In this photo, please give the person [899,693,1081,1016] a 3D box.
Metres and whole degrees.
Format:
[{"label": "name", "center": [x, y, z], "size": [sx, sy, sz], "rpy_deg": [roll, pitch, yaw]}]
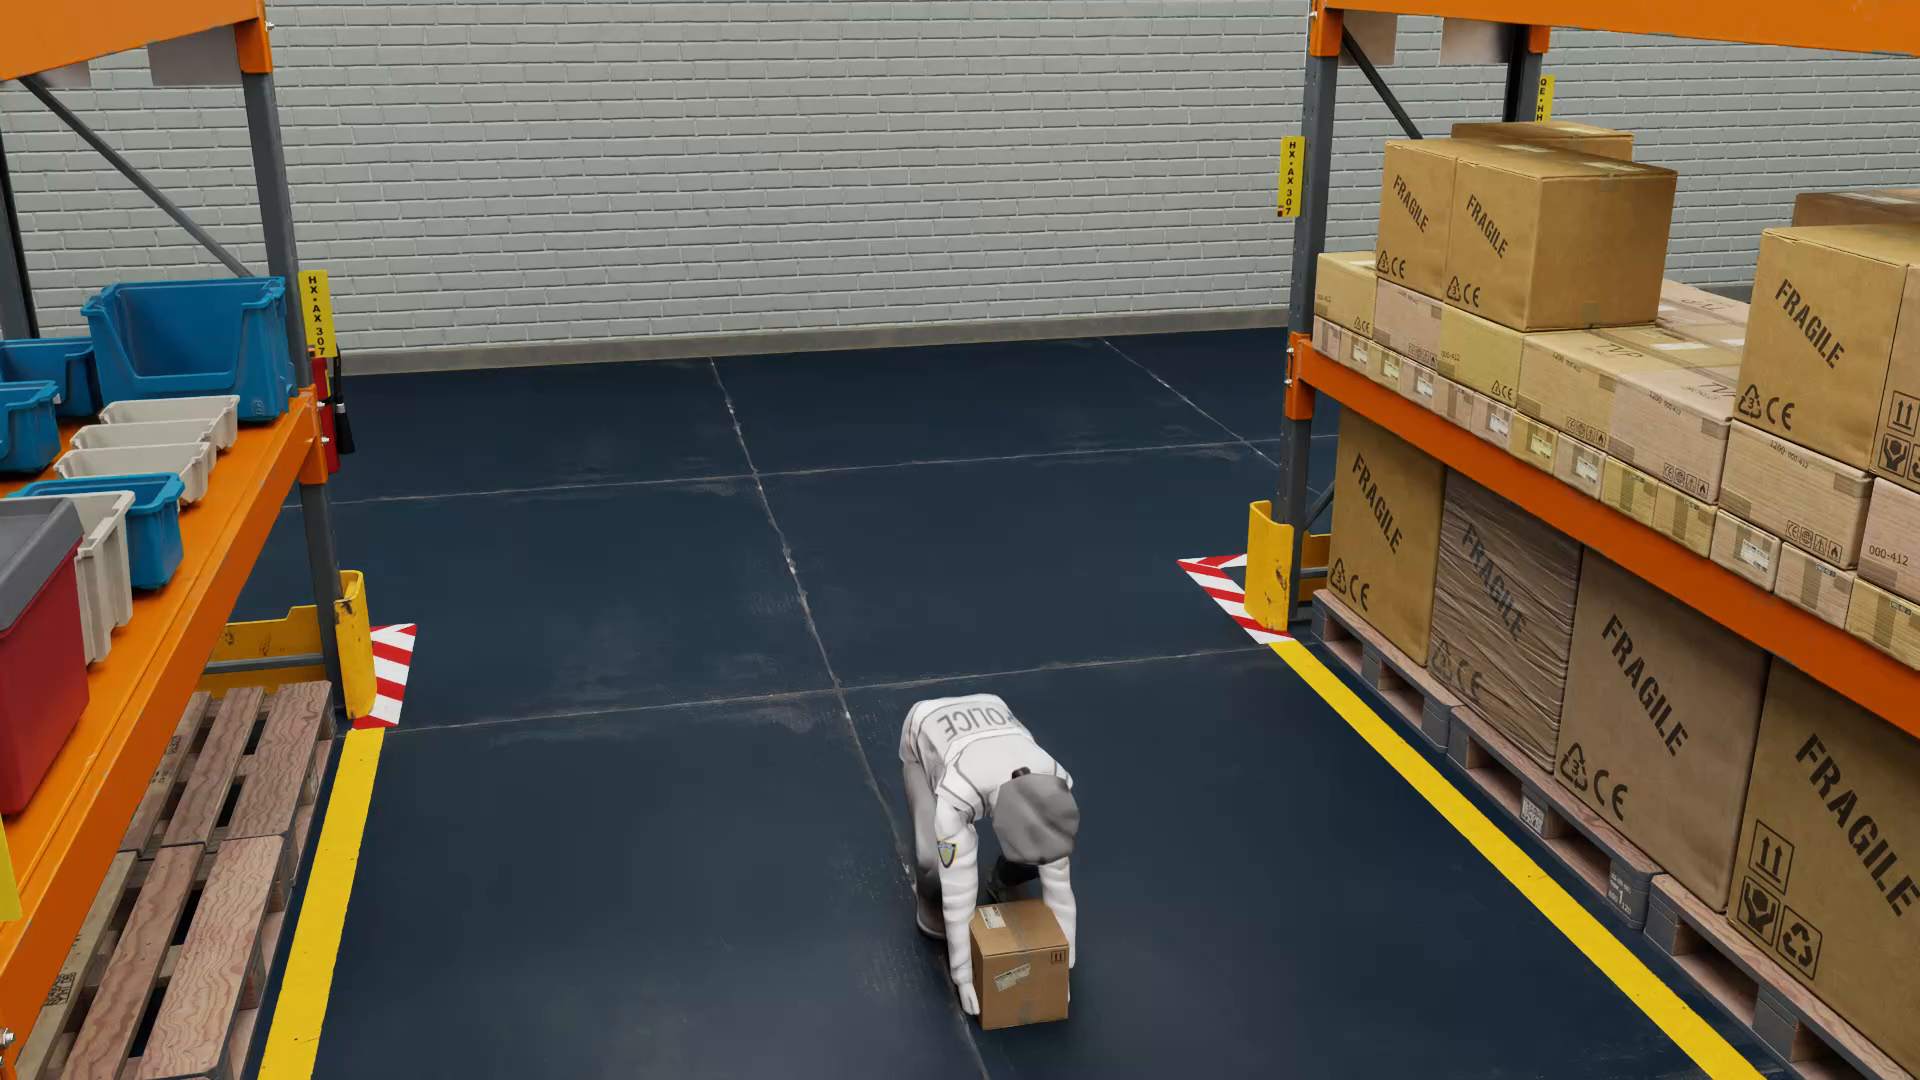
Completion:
[{"label": "person", "center": [0.087, 0.891, 4.973], "size": [0.456, 0.760, 0.915], "rpy_deg": [-5, 20, -14]}]
